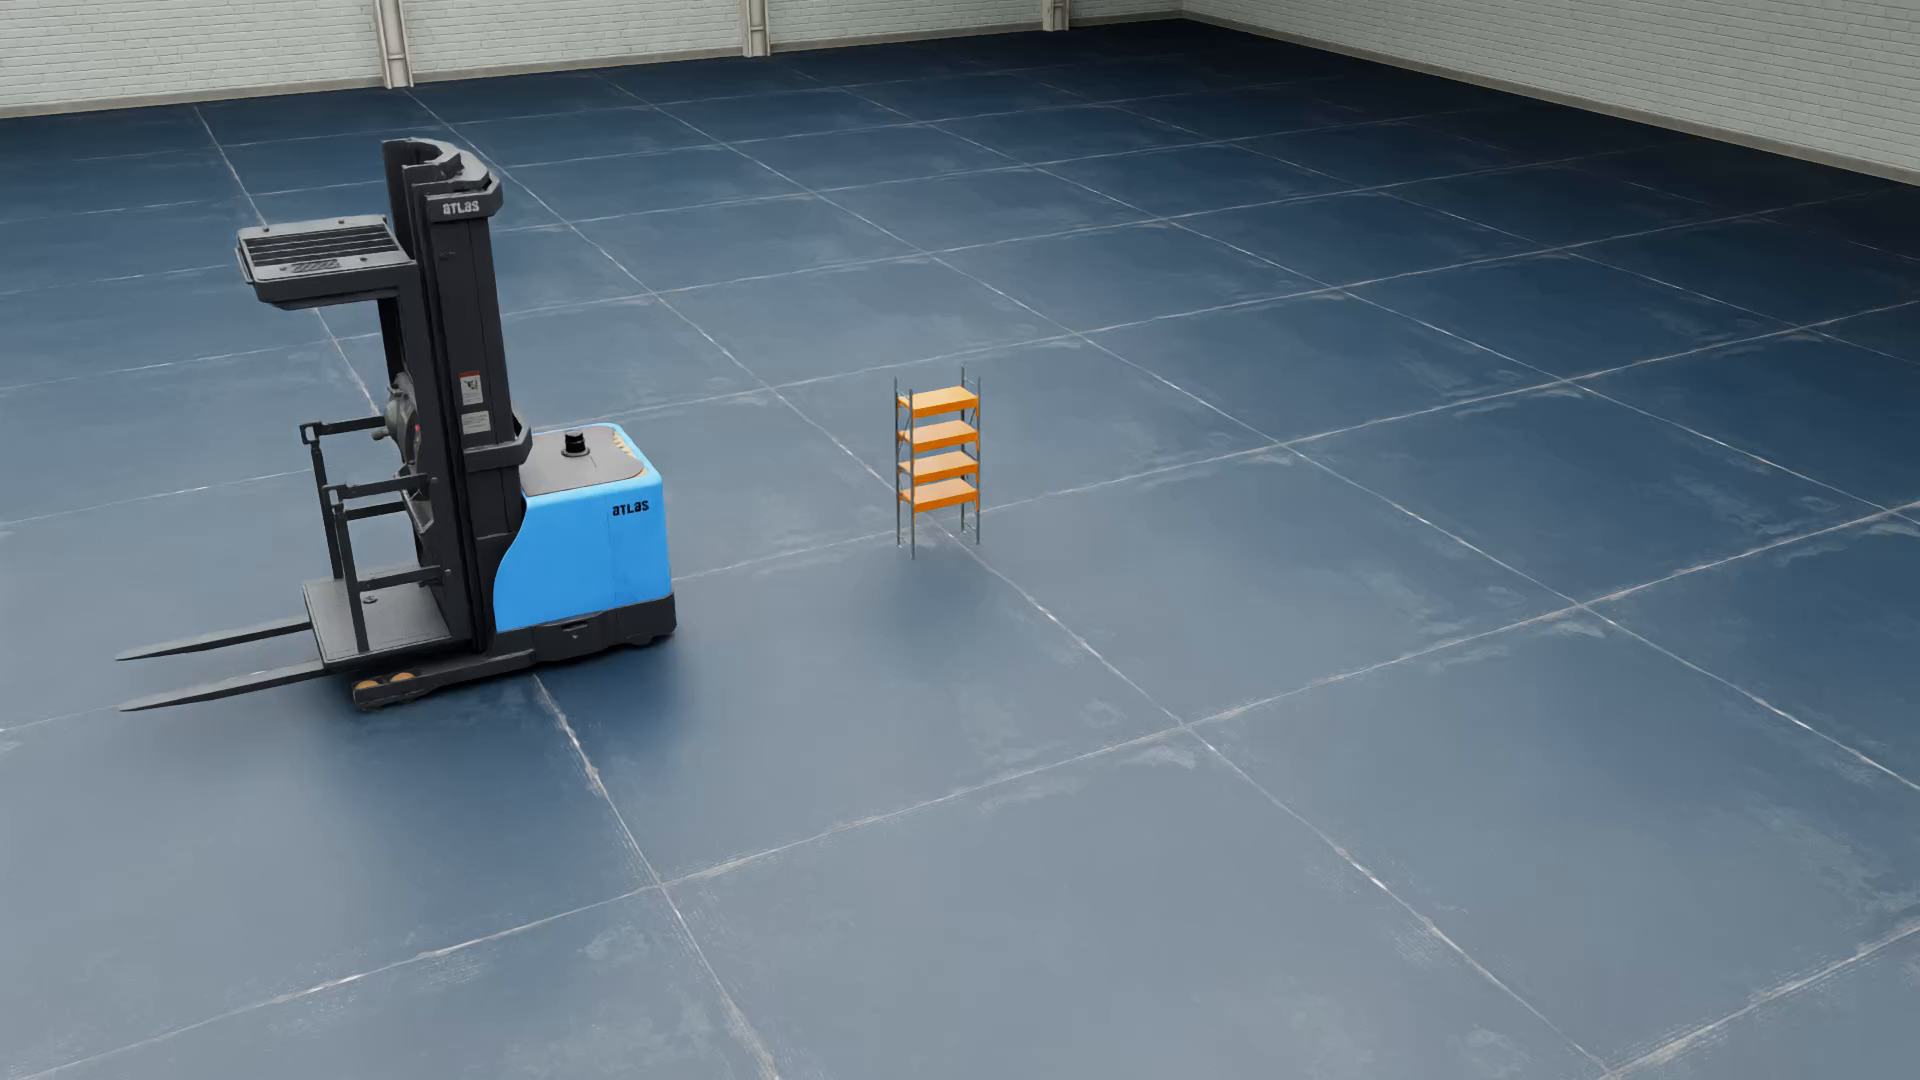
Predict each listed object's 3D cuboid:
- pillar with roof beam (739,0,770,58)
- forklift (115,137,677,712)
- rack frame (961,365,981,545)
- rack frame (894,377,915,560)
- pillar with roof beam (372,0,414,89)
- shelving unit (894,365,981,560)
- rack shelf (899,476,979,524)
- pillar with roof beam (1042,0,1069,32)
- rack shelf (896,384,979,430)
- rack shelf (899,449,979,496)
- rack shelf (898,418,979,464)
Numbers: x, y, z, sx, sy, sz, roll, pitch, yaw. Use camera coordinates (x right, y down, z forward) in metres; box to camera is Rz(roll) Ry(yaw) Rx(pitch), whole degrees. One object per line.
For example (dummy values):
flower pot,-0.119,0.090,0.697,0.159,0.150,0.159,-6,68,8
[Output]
pillar with roof beam,-1.479,-10.757,23.258,0.400,9.000,9.100,-13,29,-25
forklift,-3.260,-0.630,9.175,3.031,2.935,1.130,-12,28,-23
rack frame,0.069,-0.557,11.024,0.015,1.200,0.240,-13,29,-25
rack frame,-0.361,-0.457,10.817,0.015,1.200,0.240,-13,29,-25
pillar with roof beam,-6.773,-9.535,20.712,0.400,9.000,9.100,-13,29,-25
shelving unit,-0.146,-0.507,10.920,0.503,1.200,0.258,-13,29,-25
rack shelf,-0.146,-0.268,11.035,0.480,0.148,0.258,-13,29,-25
pillar with roof beam,3.815,-11.979,25.803,0.400,9.000,9.100,-13,29,-25
rack shelf,-0.146,-0.861,10.750,0.480,0.148,0.258,-13,29,-25
rack shelf,-0.146,-0.447,10.949,0.480,0.148,0.258,-13,29,-25
rack shelf,-0.146,-0.648,10.852,0.480,0.148,0.258,-13,29,-25
